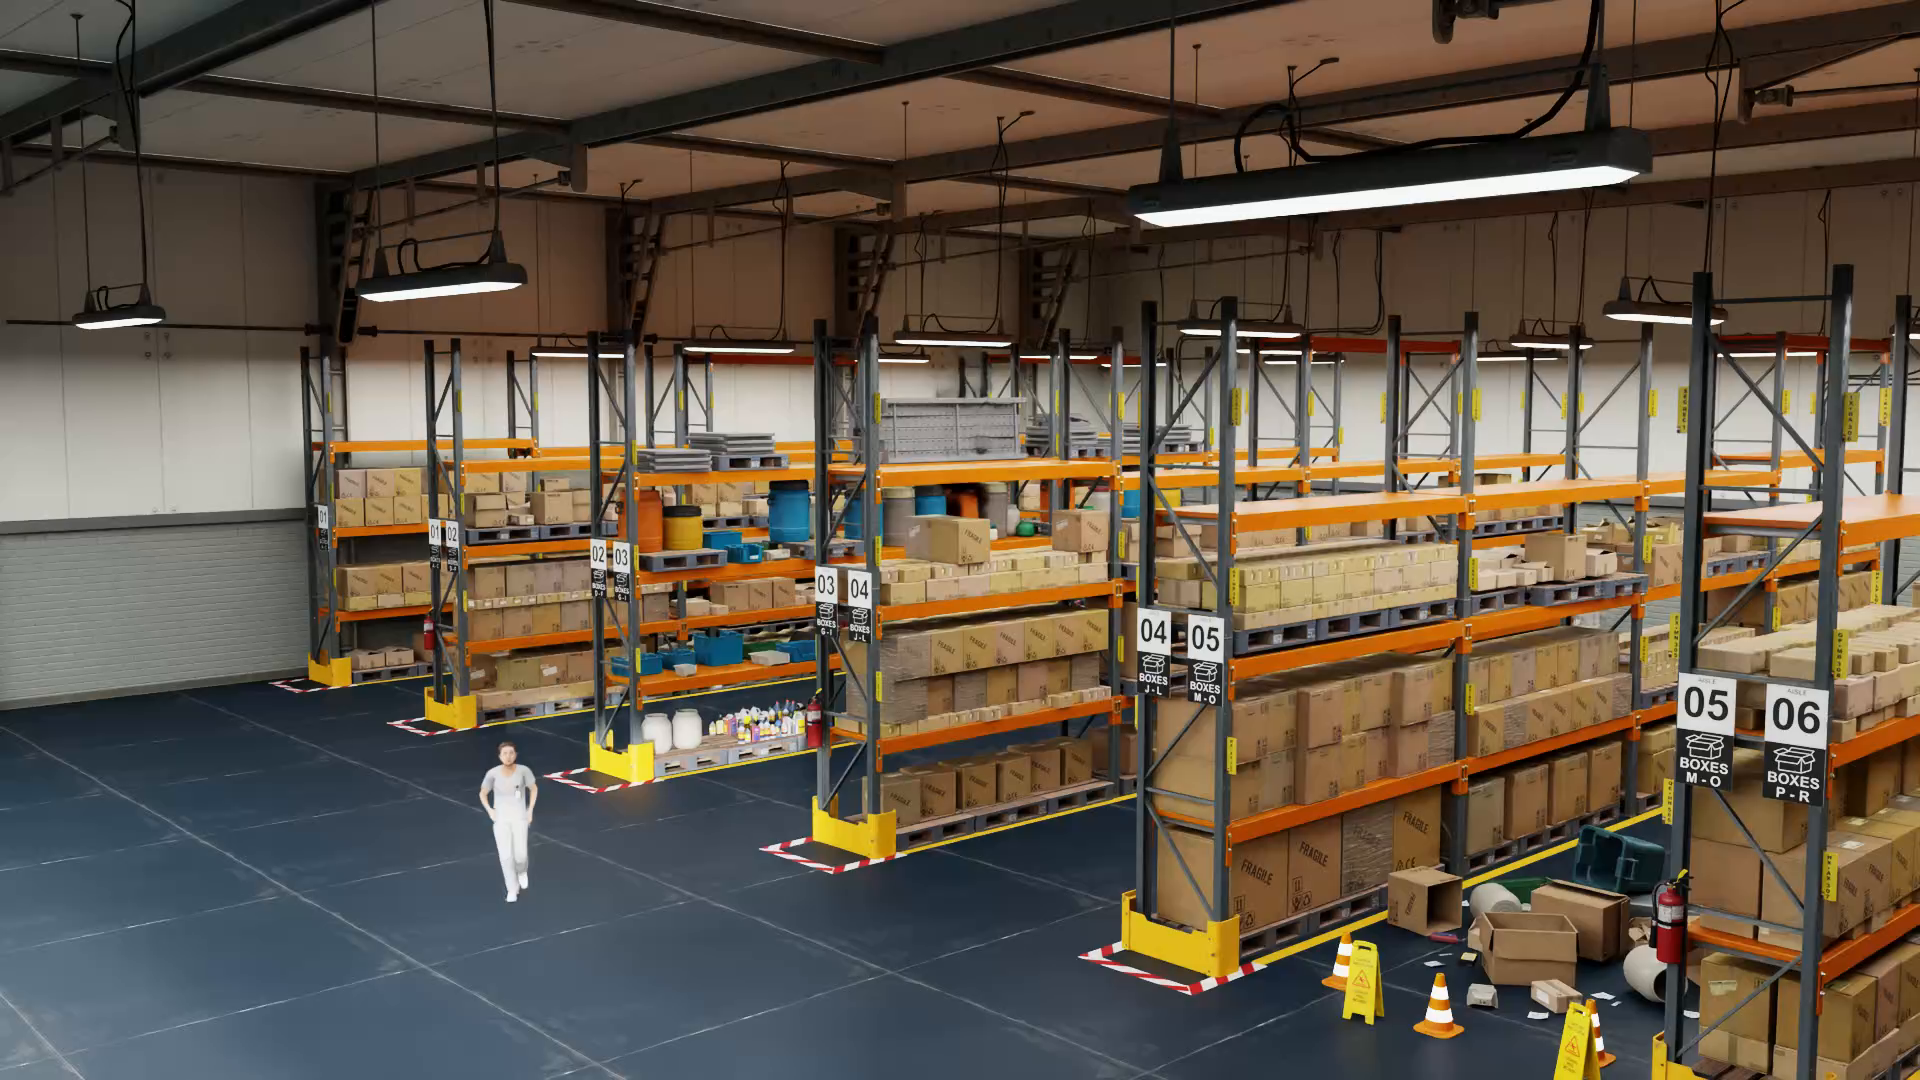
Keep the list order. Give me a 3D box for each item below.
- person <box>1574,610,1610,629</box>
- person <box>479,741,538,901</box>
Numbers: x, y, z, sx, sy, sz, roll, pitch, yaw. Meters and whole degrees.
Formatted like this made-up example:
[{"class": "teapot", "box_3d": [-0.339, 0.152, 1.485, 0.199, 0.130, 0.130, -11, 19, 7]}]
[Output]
[{"class": "person", "box_3d": [11.350, 1.641, 29.991, 0.651, 1.784, 0.715, -2, 5, -20]}, {"class": "person", "box_3d": [-4.608, 2.860, 16.990, 0.575, 1.635, 0.557, -1, 5, -13]}]
